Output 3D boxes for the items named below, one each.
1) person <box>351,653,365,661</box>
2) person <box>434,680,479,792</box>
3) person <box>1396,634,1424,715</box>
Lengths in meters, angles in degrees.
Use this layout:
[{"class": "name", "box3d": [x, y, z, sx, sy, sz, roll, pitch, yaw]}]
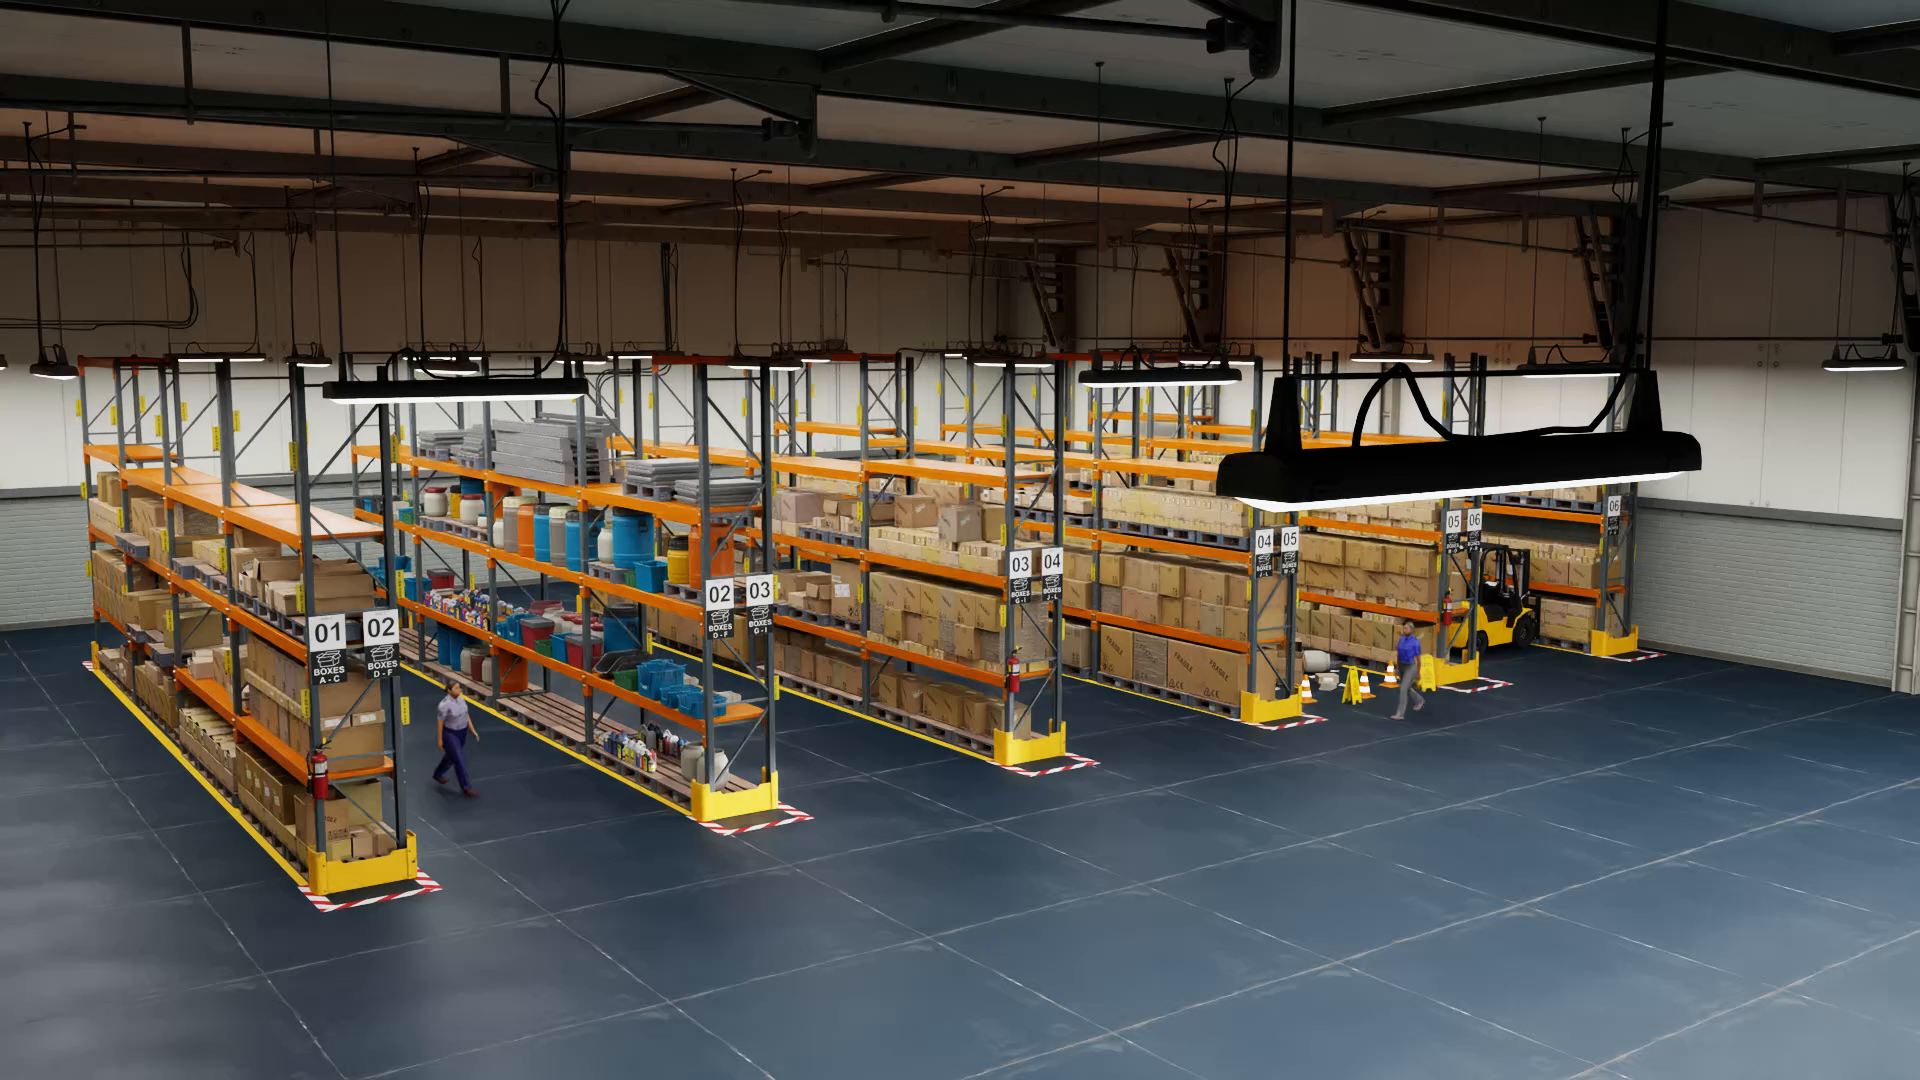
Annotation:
[{"class": "person", "box3d": [-11.216, 1.740, 31.120, 0.548, 1.647, 0.458, -4, 8, -30]}, {"class": "person", "box3d": [-7.105, 2.696, 23.196, 0.894, 1.540, 0.533, 4, 8, 29]}, {"class": "person", "box3d": [7.557, 2.225, 27.824, 0.778, 1.347, 0.430, -4, 8, -33]}]
